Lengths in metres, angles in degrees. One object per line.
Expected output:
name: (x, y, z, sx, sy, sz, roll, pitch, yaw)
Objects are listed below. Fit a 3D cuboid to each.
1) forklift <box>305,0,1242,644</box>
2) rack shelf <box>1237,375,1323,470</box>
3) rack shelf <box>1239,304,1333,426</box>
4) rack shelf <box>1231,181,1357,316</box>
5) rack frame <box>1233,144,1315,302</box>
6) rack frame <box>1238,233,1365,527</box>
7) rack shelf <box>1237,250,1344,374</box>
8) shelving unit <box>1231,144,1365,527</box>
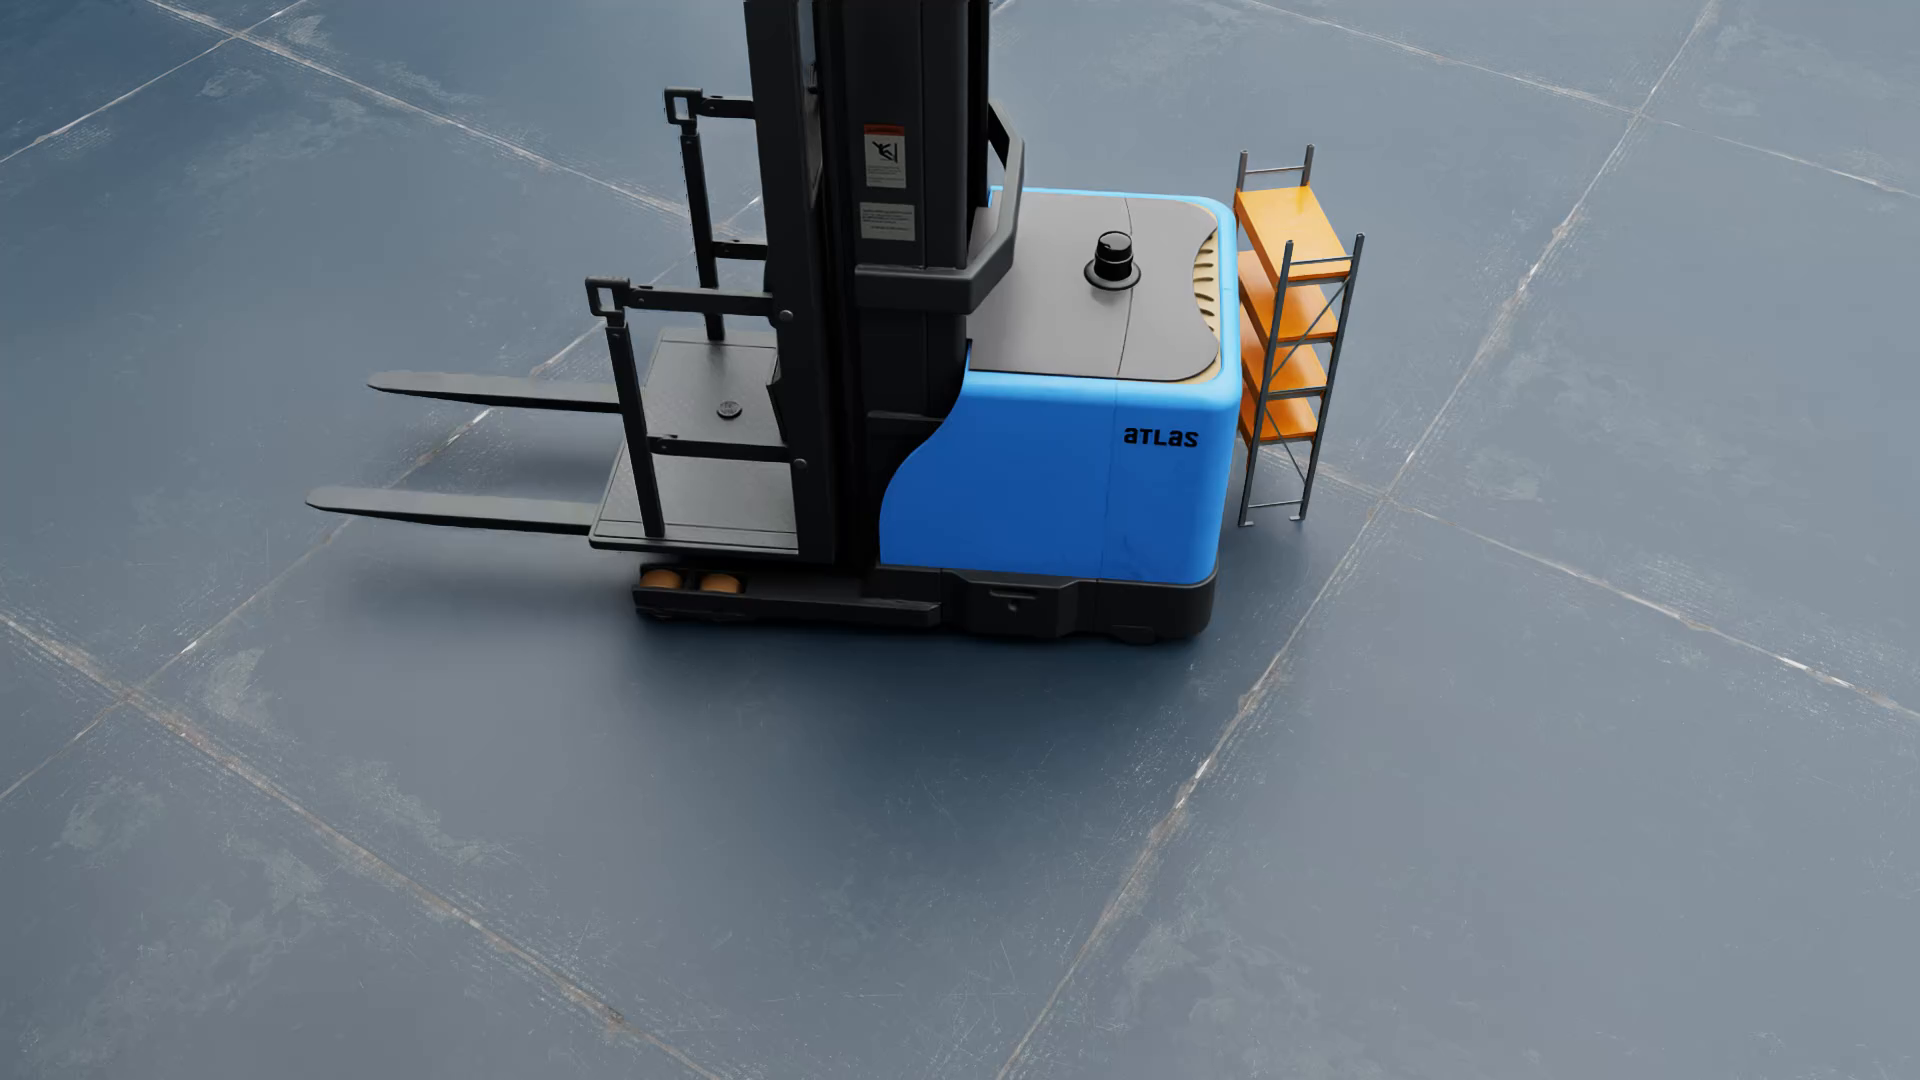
forklift: (-0.654, -1.126, 4.800, 3.031, 2.935, 1.130, 4, 46, 4)
rack shelf: (1.050, -0.470, 5.740, 0.258, 0.148, 0.480, -7, 46, -6)
rack shelf: (1.050, -0.608, 5.598, 0.258, 0.148, 0.480, -7, 46, -6)
rack shelf: (1.050, -0.929, 5.268, 0.258, 0.148, 0.480, -7, 46, -6)
rack frame: (1.011, -0.828, 5.718, 0.240, 1.200, 0.015, -7, 46, -6)
rack frame: (1.089, -0.482, 5.382, 0.240, 1.200, 0.015, -7, 46, -6)
rack shelf: (1.050, -0.764, 5.437, 0.258, 0.148, 0.480, -7, 46, -6)
shelving unit: (1.050, -0.655, 5.550, 0.258, 1.200, 0.503, -7, 46, -6)
